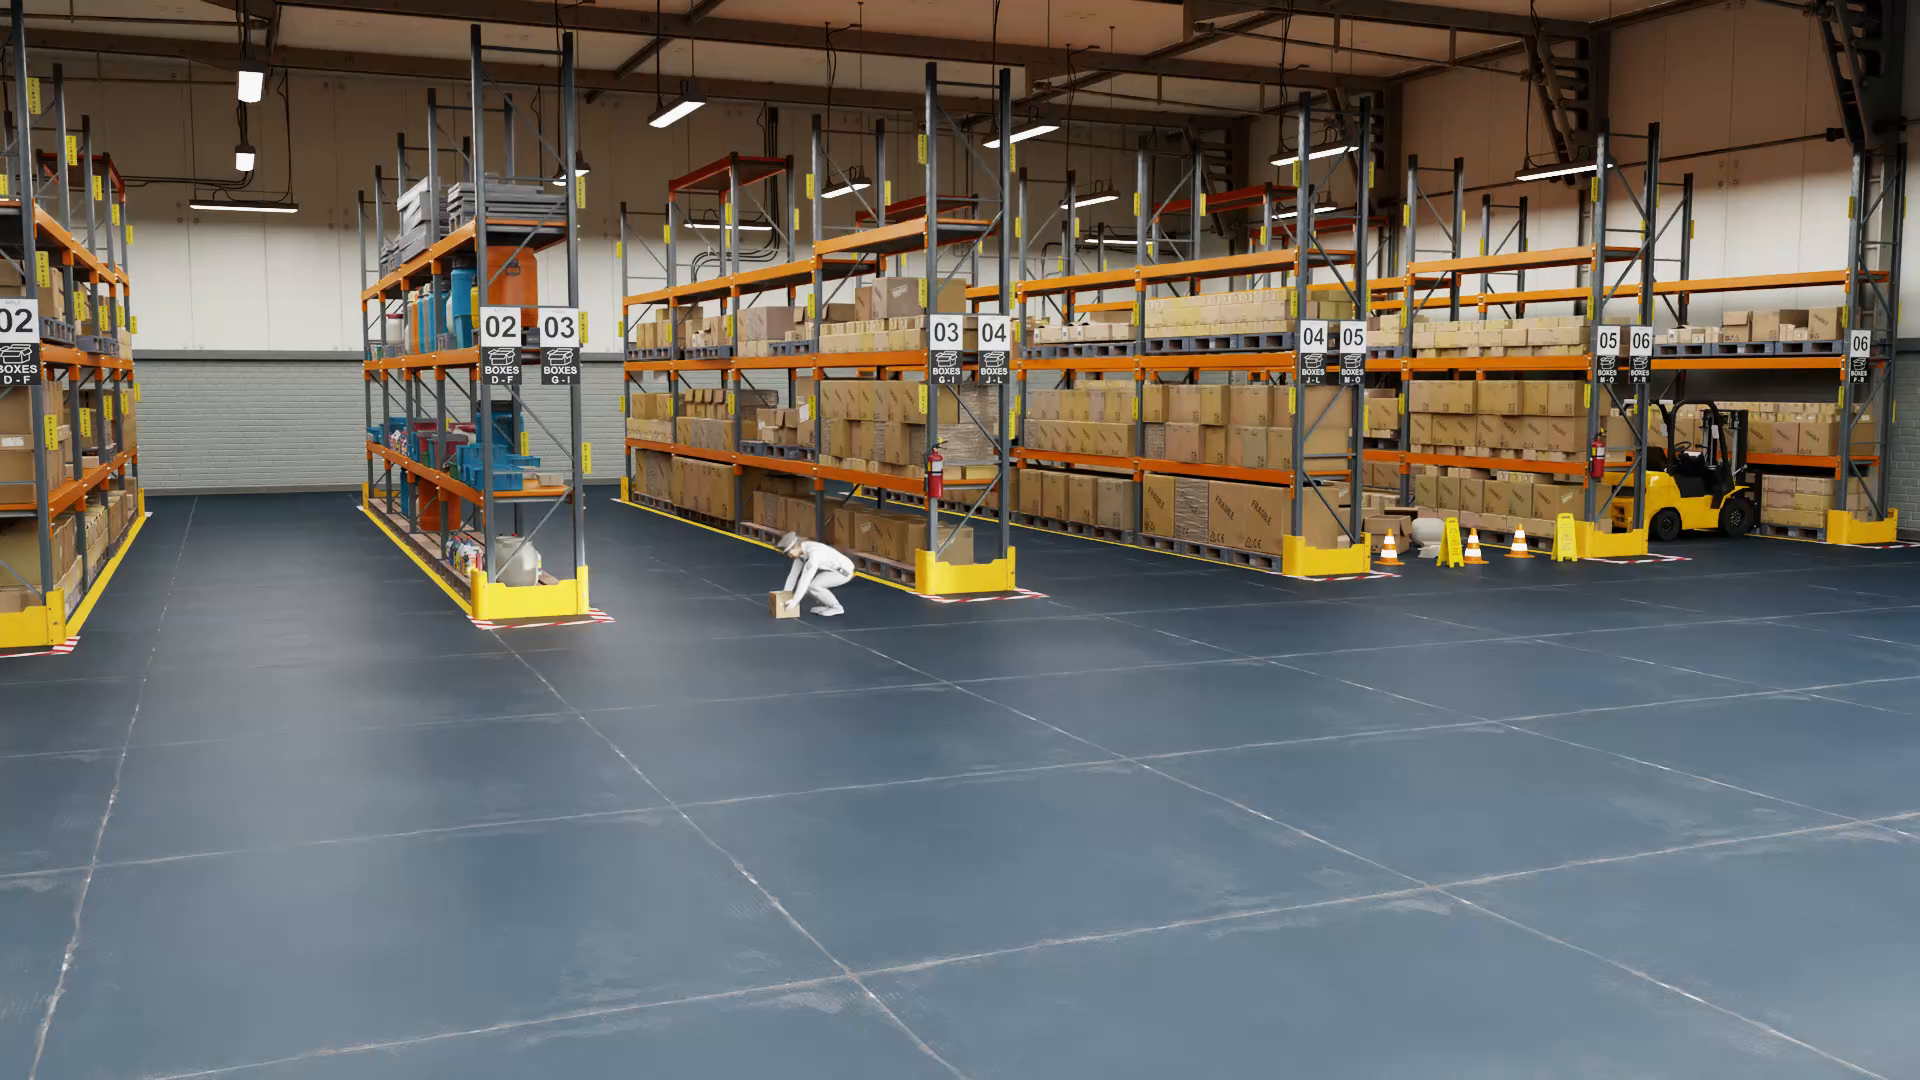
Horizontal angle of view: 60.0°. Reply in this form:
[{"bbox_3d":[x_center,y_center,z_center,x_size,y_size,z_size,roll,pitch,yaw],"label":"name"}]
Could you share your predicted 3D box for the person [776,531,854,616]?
[{"bbox_3d":[-1.528,0.345,17.464,0.856,0.898,0.485,-2,6,-24],"label":"person"}]
